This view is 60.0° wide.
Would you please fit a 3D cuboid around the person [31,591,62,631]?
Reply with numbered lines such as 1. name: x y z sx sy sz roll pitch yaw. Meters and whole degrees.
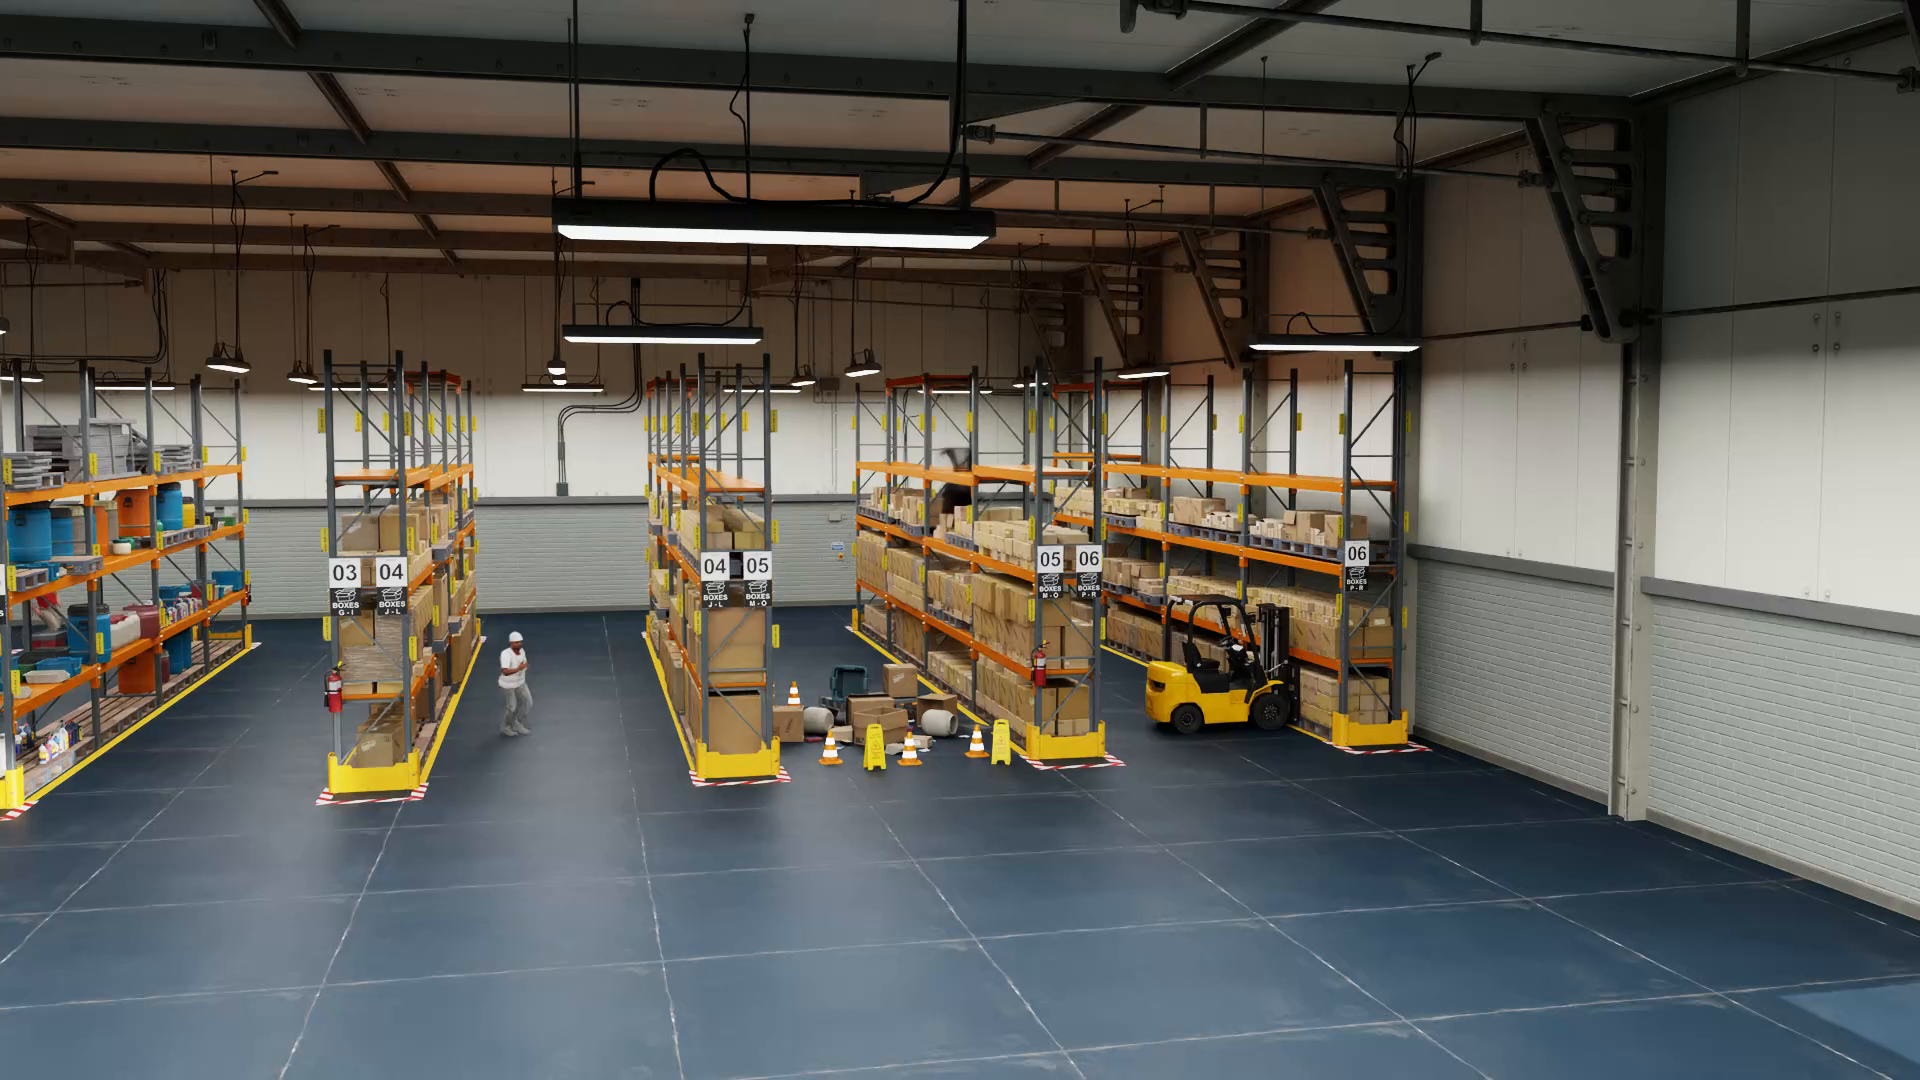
1. person: -20.281 1.599 36.934 0.812 1.673 0.717 2 4 22

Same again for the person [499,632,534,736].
1. person: -7.112 2.309 26.457 0.870 1.716 0.653 3 5 33
